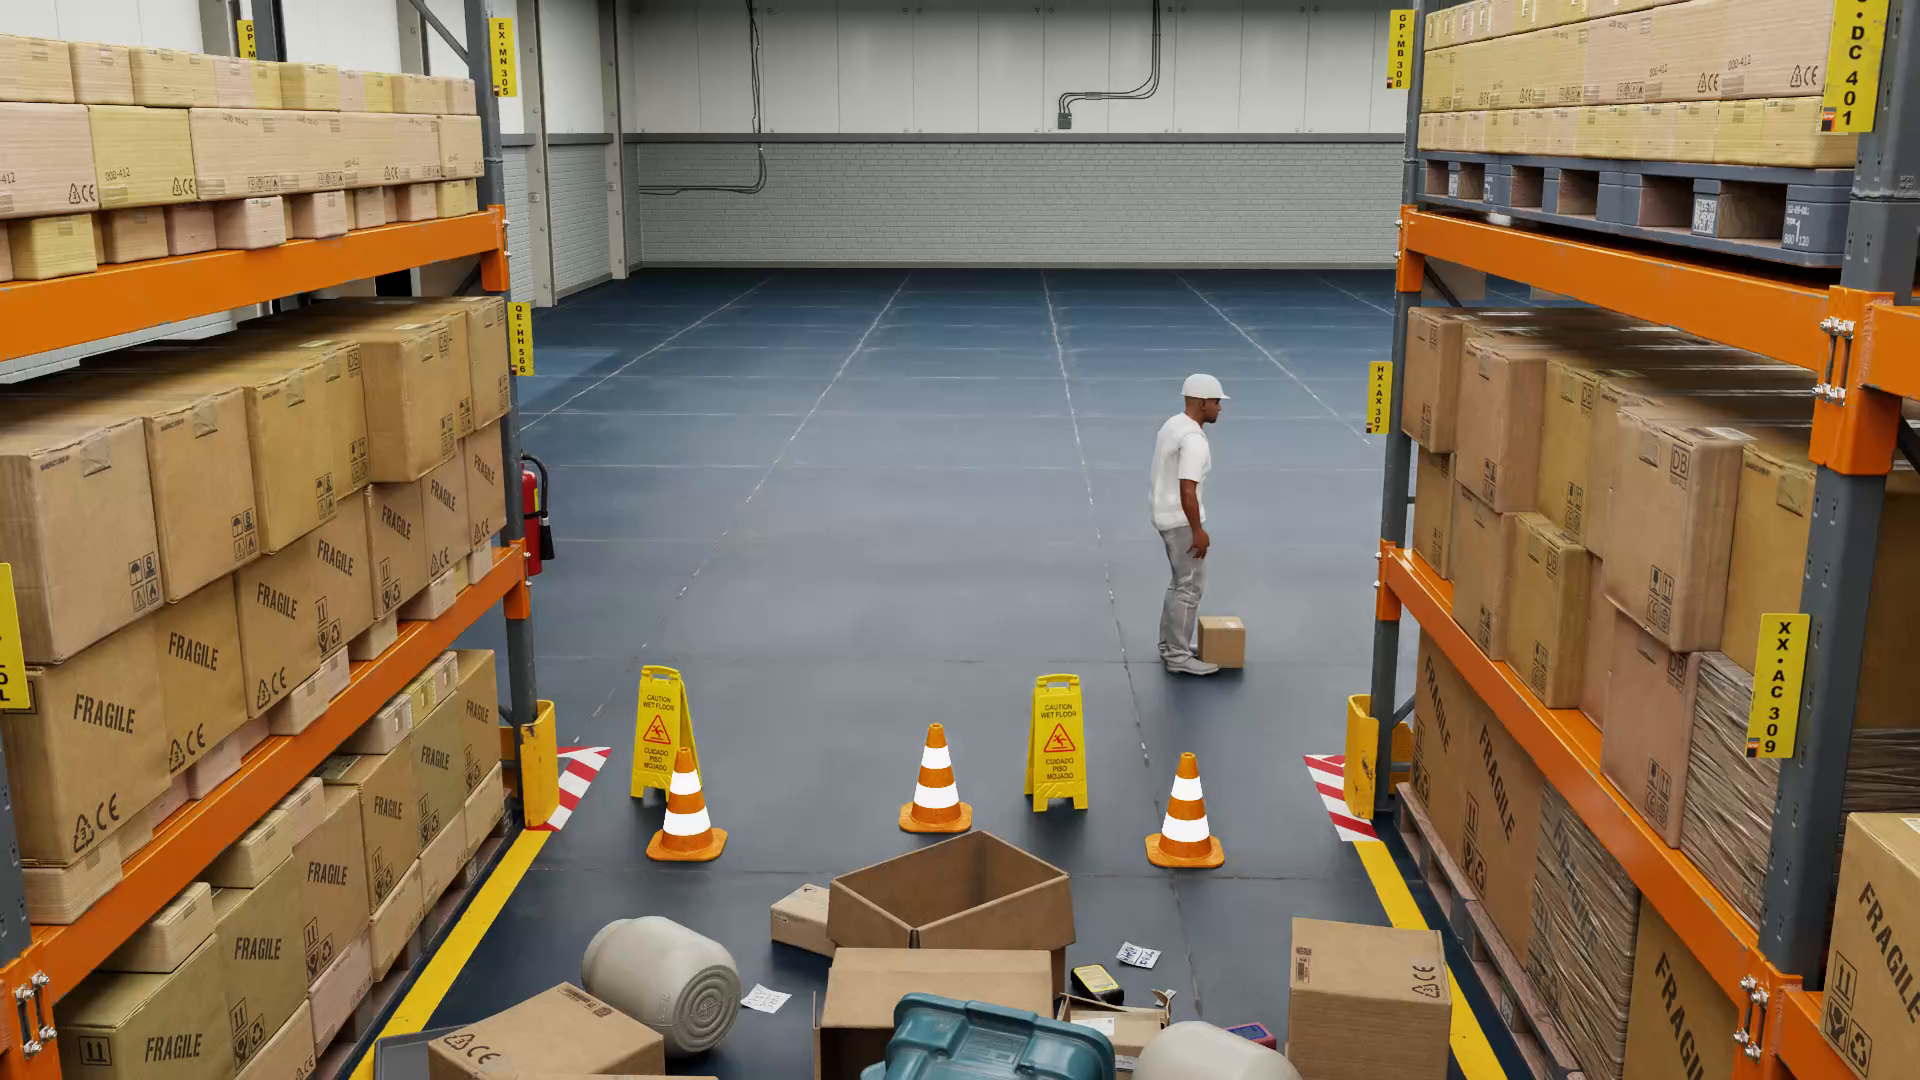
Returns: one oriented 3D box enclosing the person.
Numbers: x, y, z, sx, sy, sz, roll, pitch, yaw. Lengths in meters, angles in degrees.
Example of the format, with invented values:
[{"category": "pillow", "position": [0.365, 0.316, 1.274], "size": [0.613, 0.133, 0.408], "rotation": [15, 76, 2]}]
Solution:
[{"category": "person", "position": [1.359, -0.113, 9.921], "size": [0.460, 1.759, 0.634], "rotation": [0, 14, -2]}]
